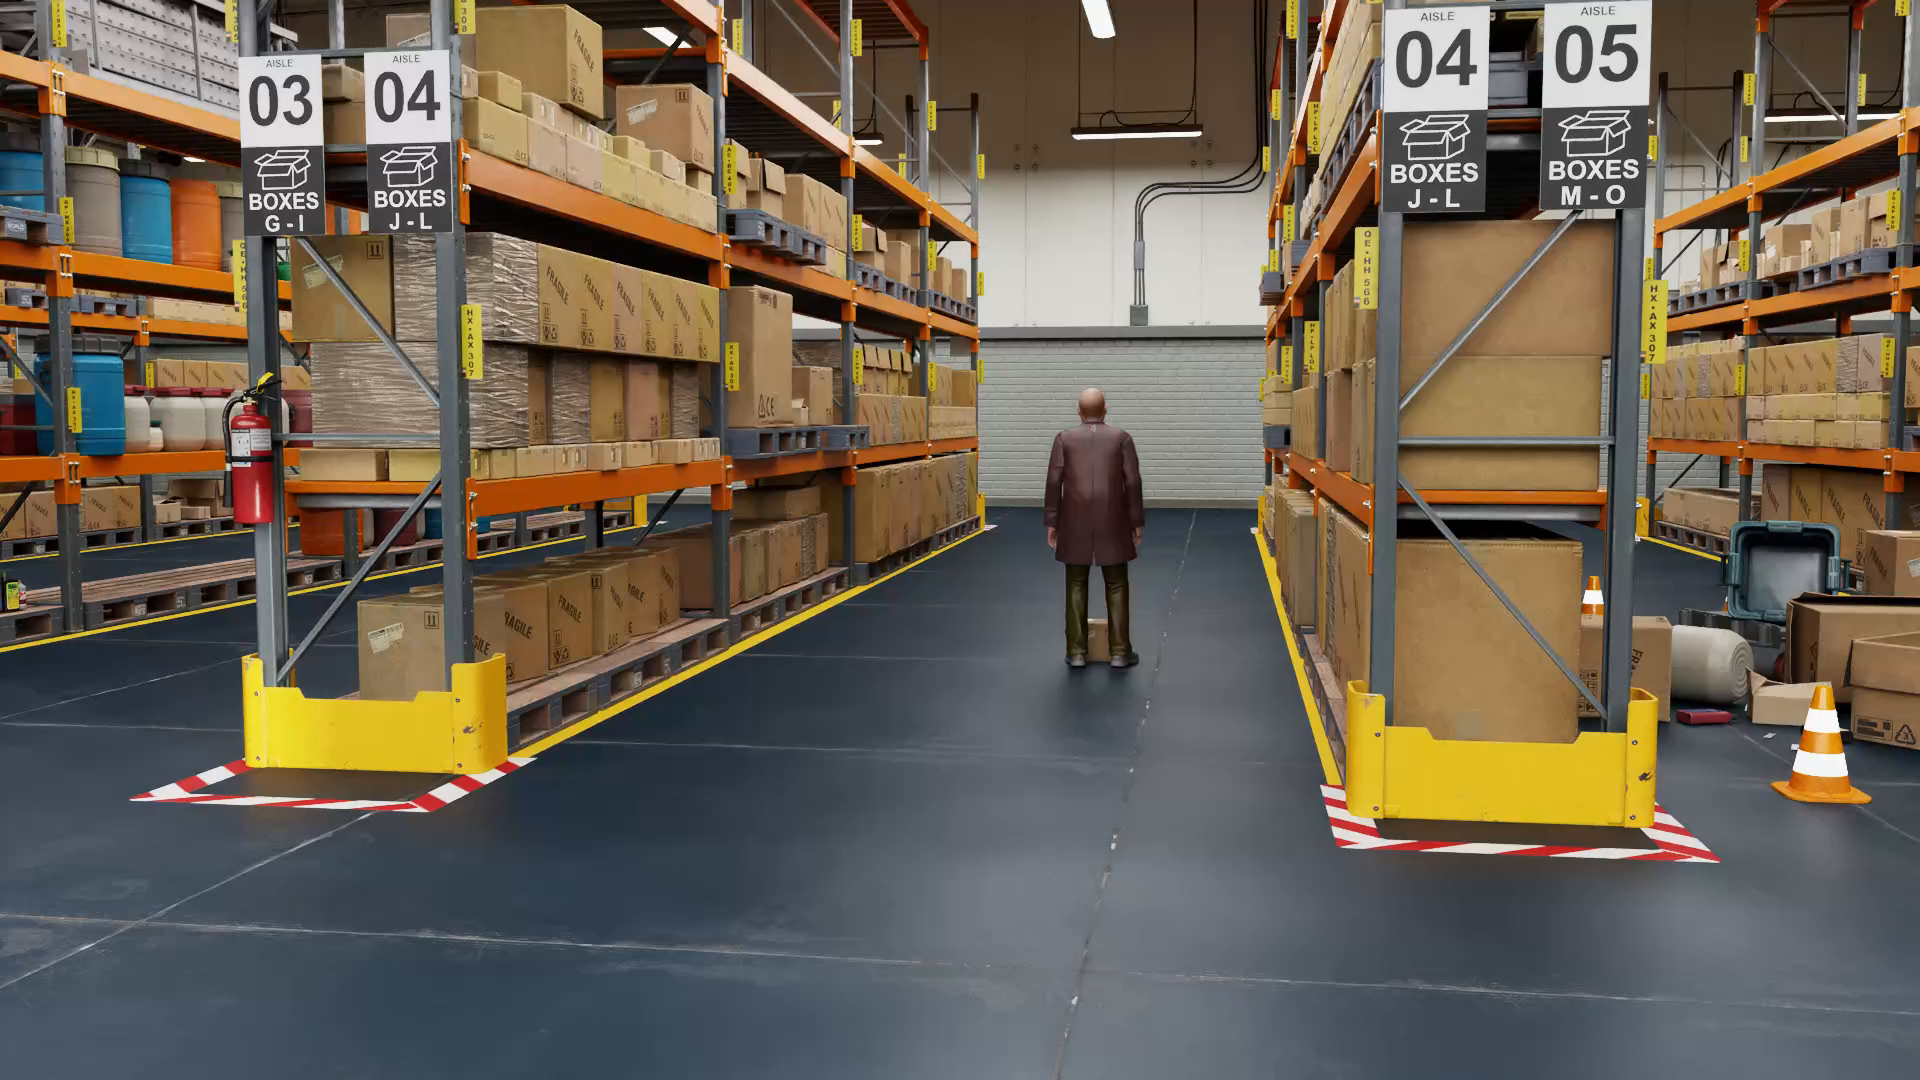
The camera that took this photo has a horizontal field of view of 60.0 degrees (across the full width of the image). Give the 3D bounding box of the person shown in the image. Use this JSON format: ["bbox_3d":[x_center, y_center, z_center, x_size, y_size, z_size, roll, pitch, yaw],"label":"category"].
[{"bbox_3d":[0.860,-0.082,10.662,0.652,1.774,0.417,1,4,8],"label":"person"}]
